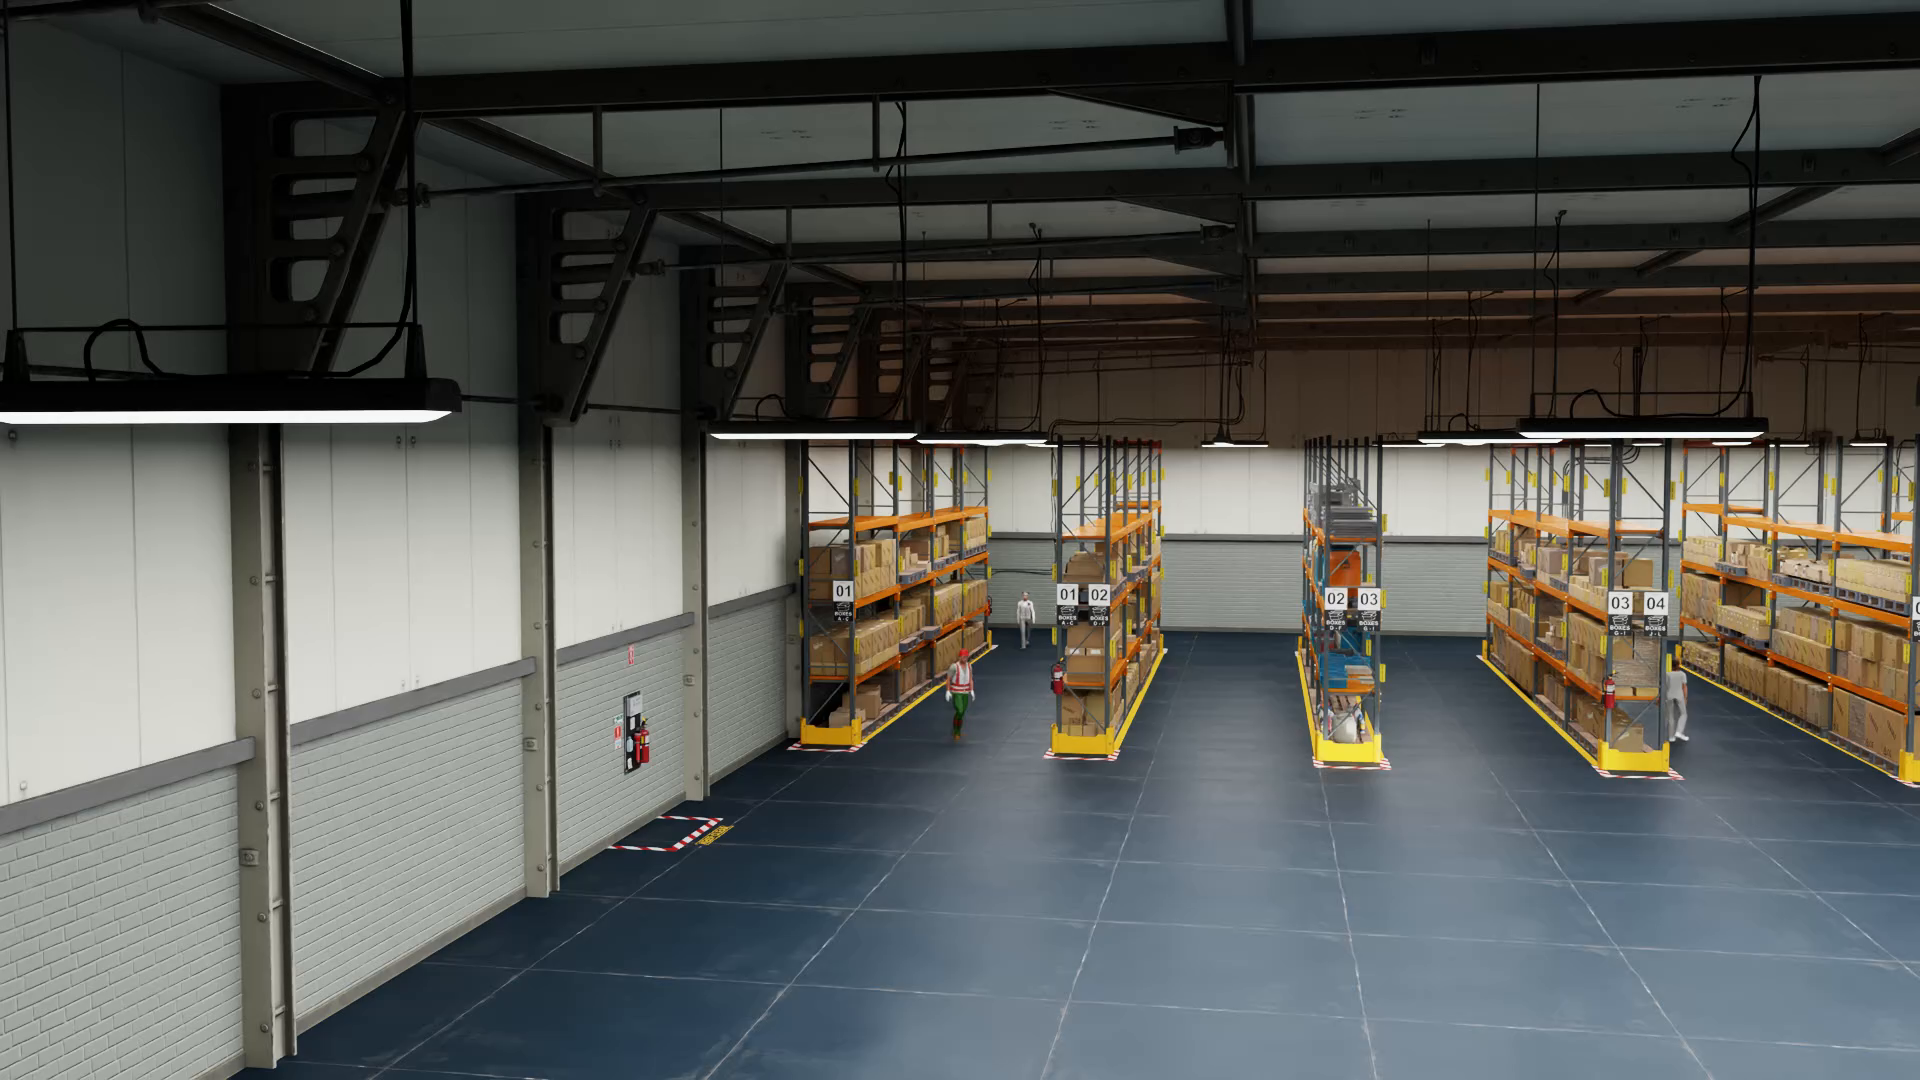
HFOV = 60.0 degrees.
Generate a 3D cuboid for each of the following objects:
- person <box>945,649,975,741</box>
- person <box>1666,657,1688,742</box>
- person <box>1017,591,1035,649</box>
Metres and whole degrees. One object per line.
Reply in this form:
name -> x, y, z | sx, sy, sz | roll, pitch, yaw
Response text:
person -> -0.020, 3.074, 32.939 | 0.576, 1.850, 0.524 | -2, 4, -39
person -> 14.028, 3.114, 32.609 | 0.496, 1.637, 0.531 | 1, 3, 20
person -> 1.904, 2.283, 48.041 | 0.499, 1.638, 1.022 | 0, 3, -4
